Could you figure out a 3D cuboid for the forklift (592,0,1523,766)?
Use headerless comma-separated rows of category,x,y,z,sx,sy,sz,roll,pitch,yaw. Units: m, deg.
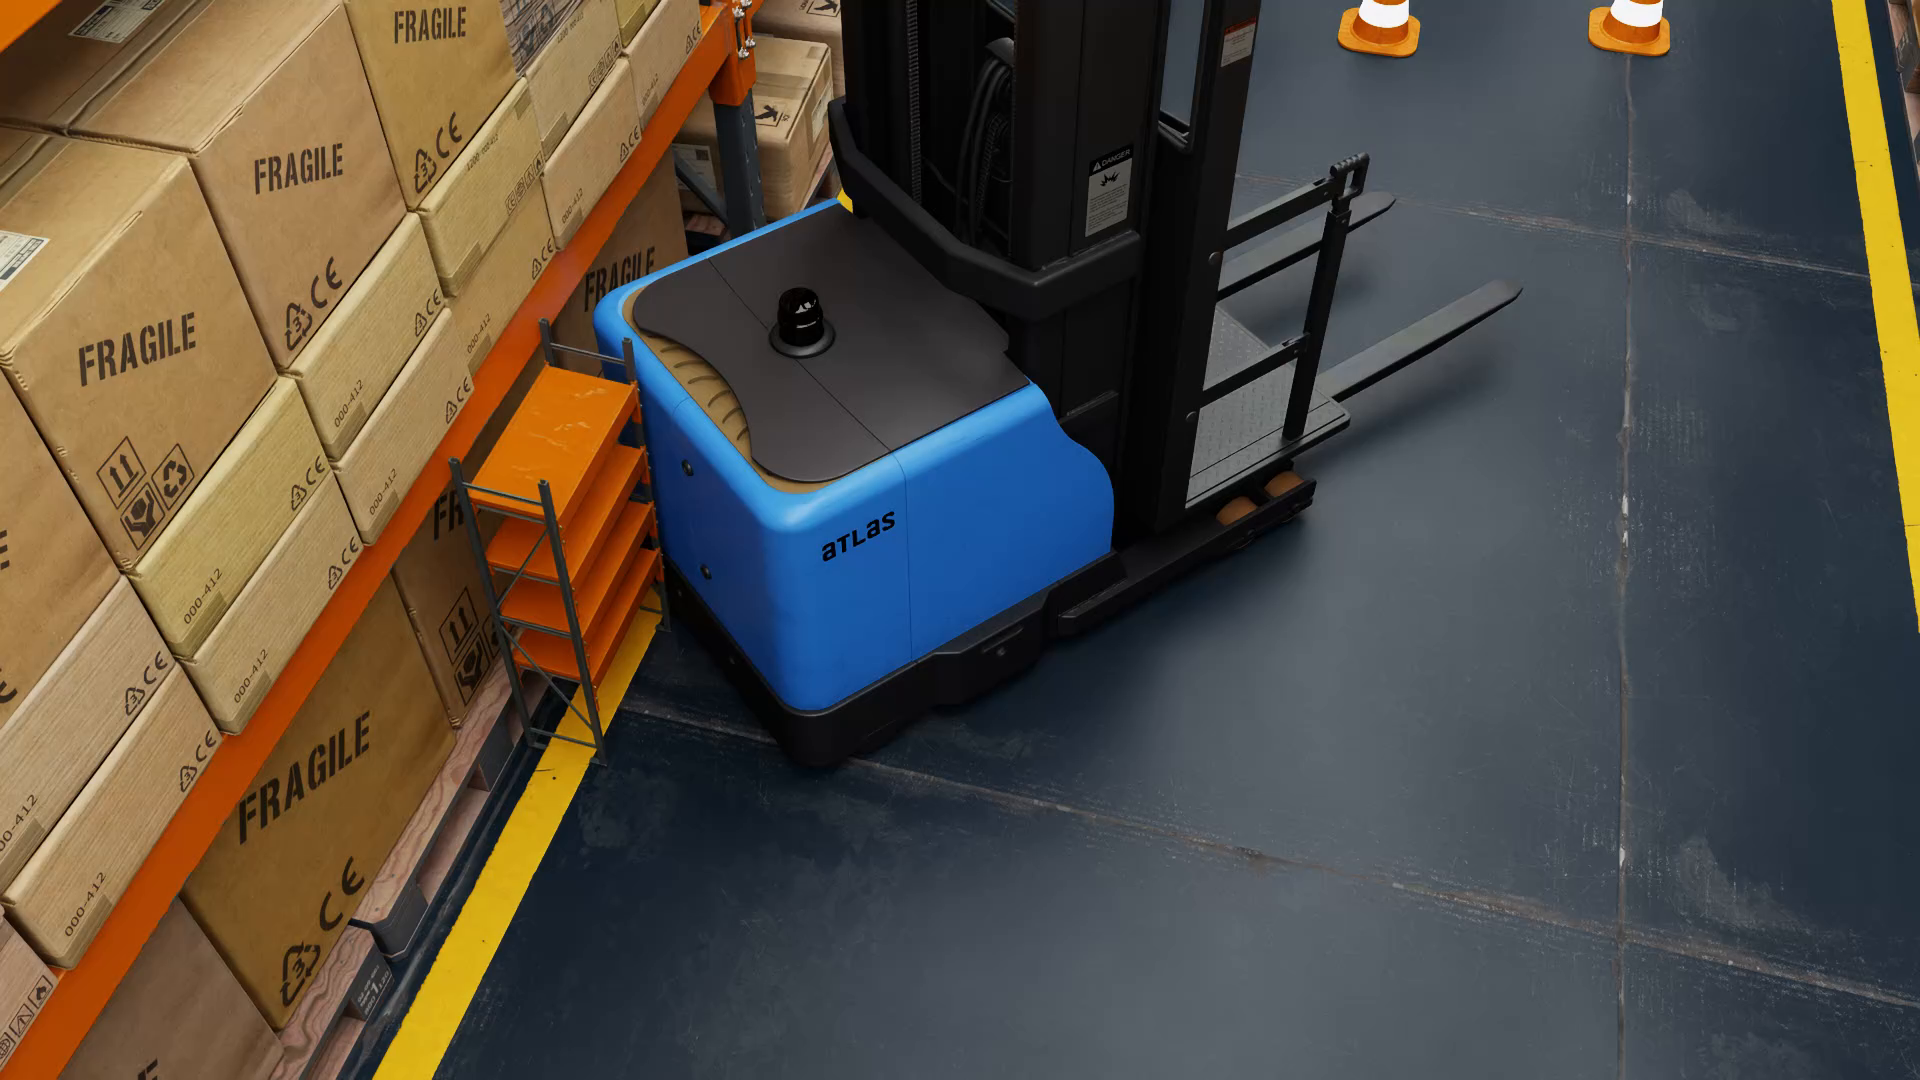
forklift,0.510,-1.240,4.389,3.031,2.935,1.130,-28,54,-22

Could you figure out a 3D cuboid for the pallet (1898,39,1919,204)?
pallet,4.248,-1.475,6.411,1.003,0.211,1.213,12,50,10

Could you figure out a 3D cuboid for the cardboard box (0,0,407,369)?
cardboard box,-1.445,-0.709,3.142,0.500,0.500,0.500,11,49,9

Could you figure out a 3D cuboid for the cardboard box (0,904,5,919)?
cardboard box,-1.822,0.649,2.444,0.500,0.250,0.500,10,49,9

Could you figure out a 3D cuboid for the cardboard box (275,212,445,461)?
cardboard box,-1.422,-0.460,3.422,0.500,0.250,0.500,10,49,9

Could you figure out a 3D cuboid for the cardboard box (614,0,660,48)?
cardboard box,-1.040,-1.582,4.412,0.500,0.250,0.500,11,50,10

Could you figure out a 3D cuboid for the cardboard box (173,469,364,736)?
cardboard box,-1.555,0.068,3.289,0.500,0.250,0.500,11,50,10

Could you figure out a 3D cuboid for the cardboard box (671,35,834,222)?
cardboard box,-0.999,-1.542,6.083,0.950,0.372,0.625,9,49,7

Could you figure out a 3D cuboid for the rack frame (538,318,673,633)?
rack frame,-0.951,-0.135,4.547,0.240,1.200,0.015,14,51,8

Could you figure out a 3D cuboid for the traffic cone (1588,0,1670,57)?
traffic cone,2.888,-2.344,7.010,0.336,0.463,0.334,12,50,10

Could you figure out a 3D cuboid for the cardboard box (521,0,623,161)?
cardboard box,-1.171,-1.210,4.084,0.500,0.250,0.500,10,49,9

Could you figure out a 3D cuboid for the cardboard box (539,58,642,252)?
cardboard box,-1.159,-1.027,4.256,0.500,0.250,0.500,12,50,11

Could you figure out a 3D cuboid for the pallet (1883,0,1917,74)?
pallet,4.567,-2.360,7.192,1.003,0.211,1.213,12,50,10

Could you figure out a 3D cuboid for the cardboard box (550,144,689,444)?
cardboard box,-1.419,-0.819,5.109,0.875,0.875,0.875,11,50,10

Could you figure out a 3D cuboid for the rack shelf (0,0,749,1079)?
rack shelf,-1.684,-0.182,3.889,1.077,0.370,4.000,12,50,10

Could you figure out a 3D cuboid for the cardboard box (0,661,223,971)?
cardboard box,-1.705,0.436,2.965,0.500,0.250,0.500,10,49,9

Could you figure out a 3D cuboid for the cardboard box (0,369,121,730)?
cardboard box,-1.710,0.028,2.491,0.500,0.500,0.500,11,50,10

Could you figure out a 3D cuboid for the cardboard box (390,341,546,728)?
cardboard box,-1.658,-0.175,4.541,0.875,0.875,0.875,12,50,10

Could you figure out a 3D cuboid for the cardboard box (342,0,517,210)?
cardboard box,-1.305,-1.074,3.464,0.500,0.500,0.500,12,50,10

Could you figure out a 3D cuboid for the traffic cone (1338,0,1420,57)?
traffic cone,1.808,-2.340,7.006,0.336,0.463,0.334,12,50,10

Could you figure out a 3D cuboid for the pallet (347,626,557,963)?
pallet,-1.761,0.491,4.675,1.003,0.211,1.213,12,50,10

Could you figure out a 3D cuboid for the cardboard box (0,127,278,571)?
cardboard box,-1.575,-0.334,2.811,0.500,0.500,0.500,10,49,9

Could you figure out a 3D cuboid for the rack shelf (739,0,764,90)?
rack shelf,-0.631,-3.075,6.443,1.077,0.370,4.000,12,50,10

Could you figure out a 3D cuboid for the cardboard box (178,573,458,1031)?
cardboard box,-1.894,0.472,3.970,0.875,0.875,0.875,13,50,11

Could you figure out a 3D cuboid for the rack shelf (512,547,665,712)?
rack shelf,-1.028,0.214,4.599,0.258,0.148,0.480,14,51,8

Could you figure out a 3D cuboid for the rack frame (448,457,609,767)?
rack frame,-1.080,0.224,4.242,0.240,1.200,0.015,14,51,8

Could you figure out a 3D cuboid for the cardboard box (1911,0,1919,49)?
cardboard box,4.363,-2.087,6.311,1.050,0.750,0.750,12,50,10

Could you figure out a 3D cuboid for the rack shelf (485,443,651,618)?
rack shelf,-1.007,-0.055,4.274,0.258,0.148,0.480,14,51,8

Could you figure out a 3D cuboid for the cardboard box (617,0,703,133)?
cardboard box,-1.040,-1.400,4.585,0.500,0.250,0.500,10,49,9

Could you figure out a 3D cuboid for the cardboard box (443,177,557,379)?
cardboard box,-1.307,-0.666,3.937,0.500,0.250,0.500,11,50,10

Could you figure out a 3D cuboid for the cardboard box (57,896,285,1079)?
cardboard box,-2.124,1.127,3.392,0.875,0.875,0.875,13,50,11

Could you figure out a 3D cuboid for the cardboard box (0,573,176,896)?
cardboard box,-1.712,0.266,2.781,0.500,0.250,0.500,12,50,11

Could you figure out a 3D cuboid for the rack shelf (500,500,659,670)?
rack shelf,-1.018,0.088,4.446,0.258,0.148,0.480,14,51,8

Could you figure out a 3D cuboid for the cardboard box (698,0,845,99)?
cardboard box,-0.812,-2.078,6.556,0.950,0.372,0.625,11,49,9

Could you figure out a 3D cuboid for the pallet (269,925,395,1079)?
pallet,-2.080,1.377,3.894,1.003,0.211,1.213,12,50,10

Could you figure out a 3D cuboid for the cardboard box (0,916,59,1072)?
cardboard box,-1.840,0.810,2.634,0.500,0.250,0.500,11,49,9

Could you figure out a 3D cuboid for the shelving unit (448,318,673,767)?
shelving unit,-1.015,0.045,4.395,0.258,1.200,0.503,14,51,8

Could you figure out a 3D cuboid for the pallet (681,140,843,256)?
pallet,-0.950,-1.509,6.441,1.003,0.211,1.213,12,50,10

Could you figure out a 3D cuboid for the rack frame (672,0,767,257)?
rack frame,-1.157,-1.866,4.897,1.000,3.000,0.127,12,50,10

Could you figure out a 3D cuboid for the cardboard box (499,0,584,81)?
cardboard box,-1.168,-1.432,3.780,0.500,0.500,0.500,12,50,11

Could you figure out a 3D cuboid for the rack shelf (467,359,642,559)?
rack shelf,-0.996,-0.205,4.092,0.258,0.148,0.480,14,51,8

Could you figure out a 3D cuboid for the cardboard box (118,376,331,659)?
cardboard box,-1.554,-0.094,3.099,0.500,0.250,0.500,12,50,11

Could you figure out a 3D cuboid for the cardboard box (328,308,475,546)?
cardboard box,-1.414,-0.292,3.607,0.500,0.250,0.500,11,49,9

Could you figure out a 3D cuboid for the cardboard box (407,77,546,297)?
cardboard box,-1.286,-0.836,3.754,0.500,0.250,0.500,10,49,9
